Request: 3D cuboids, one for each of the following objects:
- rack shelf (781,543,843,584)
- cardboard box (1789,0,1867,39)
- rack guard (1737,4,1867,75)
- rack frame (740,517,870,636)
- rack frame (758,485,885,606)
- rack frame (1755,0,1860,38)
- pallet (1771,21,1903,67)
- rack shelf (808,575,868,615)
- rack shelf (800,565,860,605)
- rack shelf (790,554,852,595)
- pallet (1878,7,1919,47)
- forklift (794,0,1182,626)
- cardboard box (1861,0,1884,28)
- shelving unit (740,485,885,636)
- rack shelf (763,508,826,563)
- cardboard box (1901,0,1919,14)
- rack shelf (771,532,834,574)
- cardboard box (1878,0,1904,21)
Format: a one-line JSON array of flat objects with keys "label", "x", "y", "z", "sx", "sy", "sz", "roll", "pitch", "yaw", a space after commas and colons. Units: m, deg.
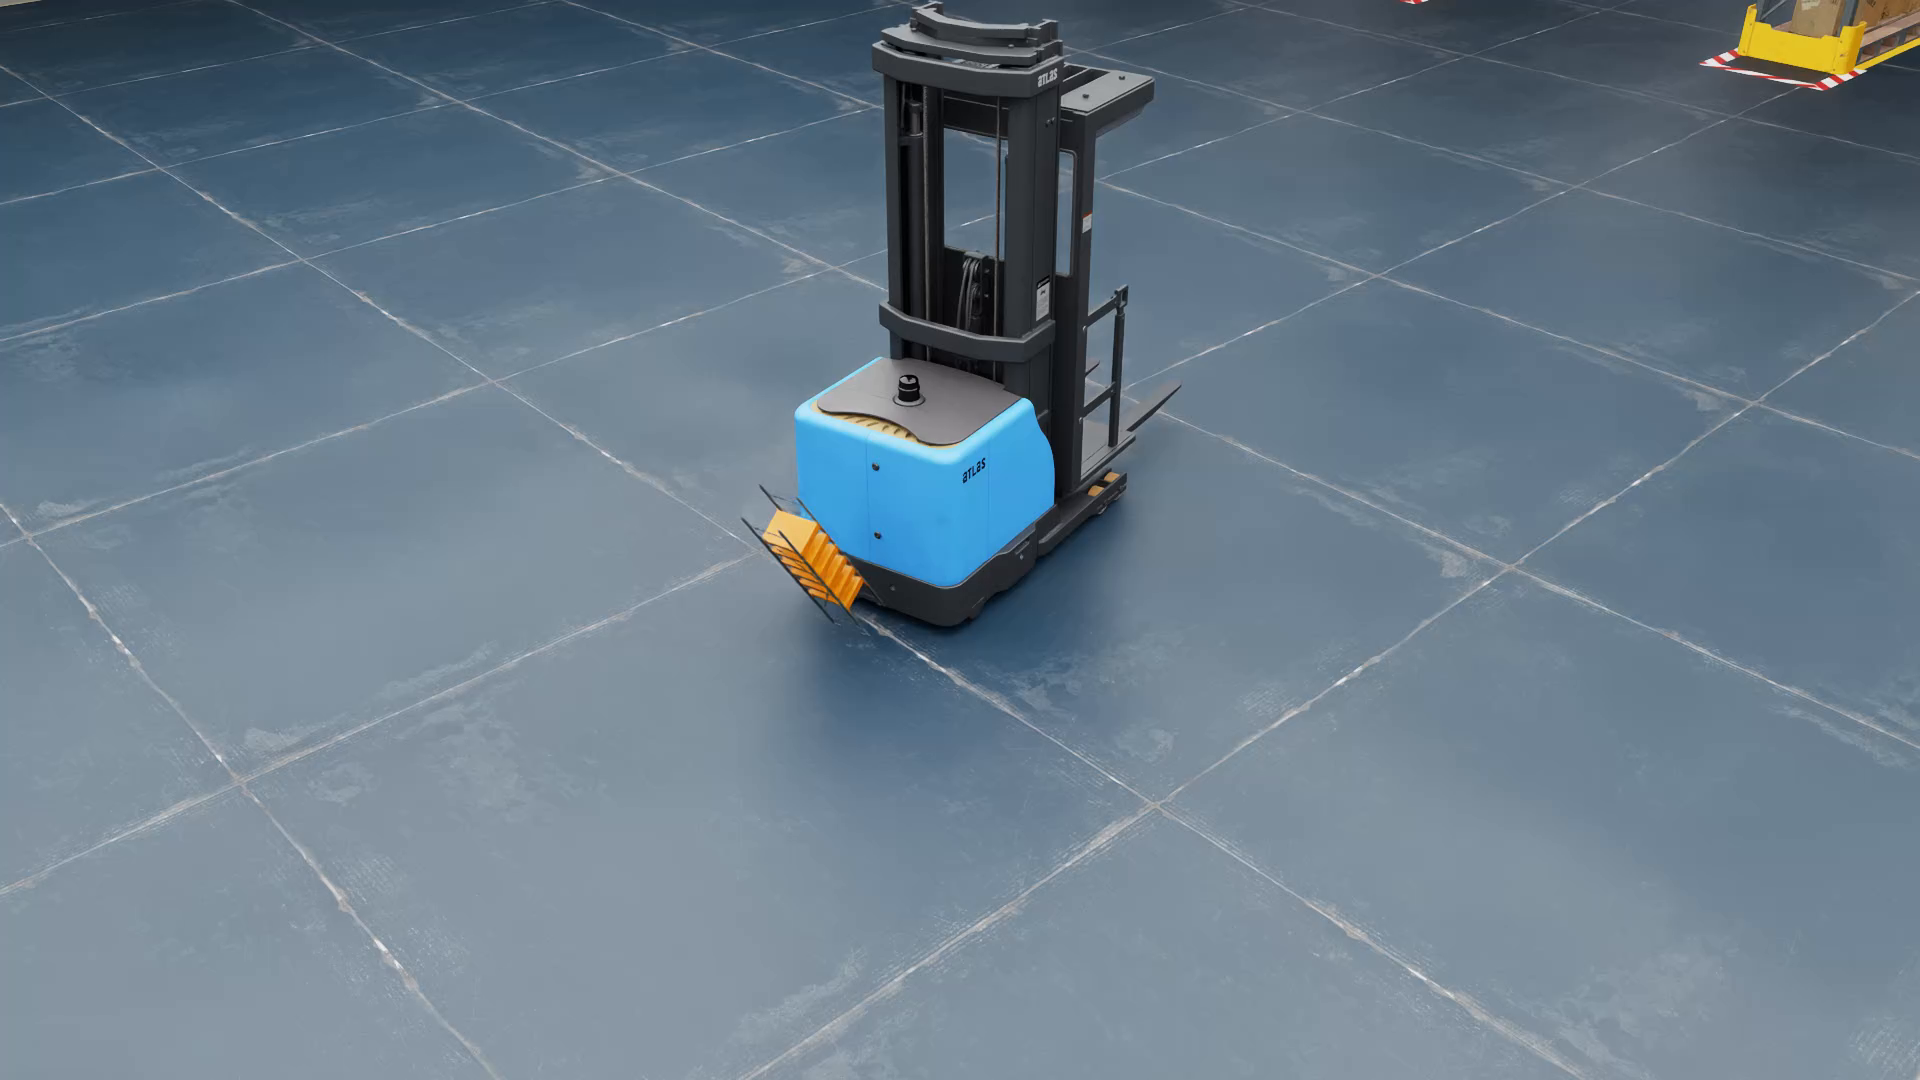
[{"label": "rack shelf", "x": -0.740, "y": 0.087, "z": 8.268, "sx": 0.258, "sy": 0.103, "sz": 0.180, "roll": 18, "pitch": 70, "yaw": 27}, {"label": "cardboard box", "x": 9.497, "y": -5.789, "z": 18.170, "sx": 0.500, "sy": 0.500, "sz": 0.500, "roll": -18, "pitch": 36, "yaw": -27}, {"label": "rack guard", "x": 9.083, "y": -5.422, "z": 17.972, "sx": 0.348, "sy": 0.500, "sz": 1.175, "roll": -26, "pitch": 40, "yaw": -35}, {"label": "rack frame", "x": -0.757, "y": 0.199, "z": 8.304, "sx": 0.240, "sy": 1.200, "sz": 0.006, "roll": 18, "pitch": 70, "yaw": 27}, {"label": "rack frame", "x": -0.677, "y": 0.044, "z": 8.359, "sx": 0.240, "sy": 1.200, "sz": 0.006, "roll": 18, "pitch": 70, "yaw": 27}, {"label": "rack frame", "x": 9.028, "y": -6.461, "z": 17.276, "sx": 0.127, "sy": 3.000, "sz": 1.000, "roll": -26, "pitch": 40, "yaw": -35}, {"label": "pallet", "x": 9.703, "y": -5.573, "z": 18.497, "sx": 1.213, "sy": 0.211, "sz": 1.003, "roll": -26, "pitch": 40, "yaw": -35}, {"label": "rack shelf", "x": -0.632, "y": 0.251, "z": 8.570, "sx": 0.258, "sy": 0.103, "sz": 0.180, "roll": 18, "pitch": 70, "yaw": 27}, {"label": "rack shelf", "x": -0.668, "y": 0.196, "z": 8.469, "sx": 0.258, "sy": 0.103, "sz": 0.180, "roll": 18, "pitch": 70, "yaw": 27}, {"label": "rack shelf", "x": -0.704, "y": 0.142, "z": 8.368, "sx": 0.258, "sy": 0.103, "sz": 0.180, "roll": 18, "pitch": 70, "yaw": 27}, {"label": "pallet", "x": 10.597, "y": -6.004, "z": 19.201, "sx": 1.213, "sy": 0.211, "sz": 1.003, "roll": -26, "pitch": 40, "yaw": -35}, {"label": "forklift", "x": 0.344, "y": -1.526, "z": 9.271, "sx": 1.130, "sy": 2.935, "sz": 3.031, "roll": 19, "pitch": 36, "yaw": 28}, {"label": "cardboard box", "x": 9.912, "y": -6.014, "z": 18.538, "sx": 0.500, "sy": 0.500, "sz": 0.500, "roll": -15, "pitch": 35, "yaw": -23}, {"label": "shelving unit", "x": -0.717, "y": 0.121, "z": 8.331, "sx": 0.258, "sy": 1.200, "sz": 0.189, "roll": 18, "pitch": 70, "yaw": 27}, {"label": "rack shelf", "x": -0.812, "y": -0.022, "z": 8.067, "sx": 0.258, "sy": 0.103, "sz": 0.180, "roll": 18, "pitch": 70, "yaw": 27}, {"label": "cardboard box", "x": 10.823, "y": -6.410, "z": 19.185, "sx": 0.500, "sy": 0.500, "sz": 0.500, "roll": 25, "pitch": 39, "yaw": 35}, {"label": "rack shelf", "x": -0.776, "y": 0.032, "z": 8.167, "sx": 0.258, "sy": 0.103, "sz": 0.180, "roll": 18, "pitch": 70, "yaw": 27}, {"label": "cardboard box", "x": 10.384, "y": -6.229, "z": 18.890, "sx": 0.500, "sy": 0.500, "sz": 0.500, "roll": -22, "pitch": 38, "yaw": -31}]
